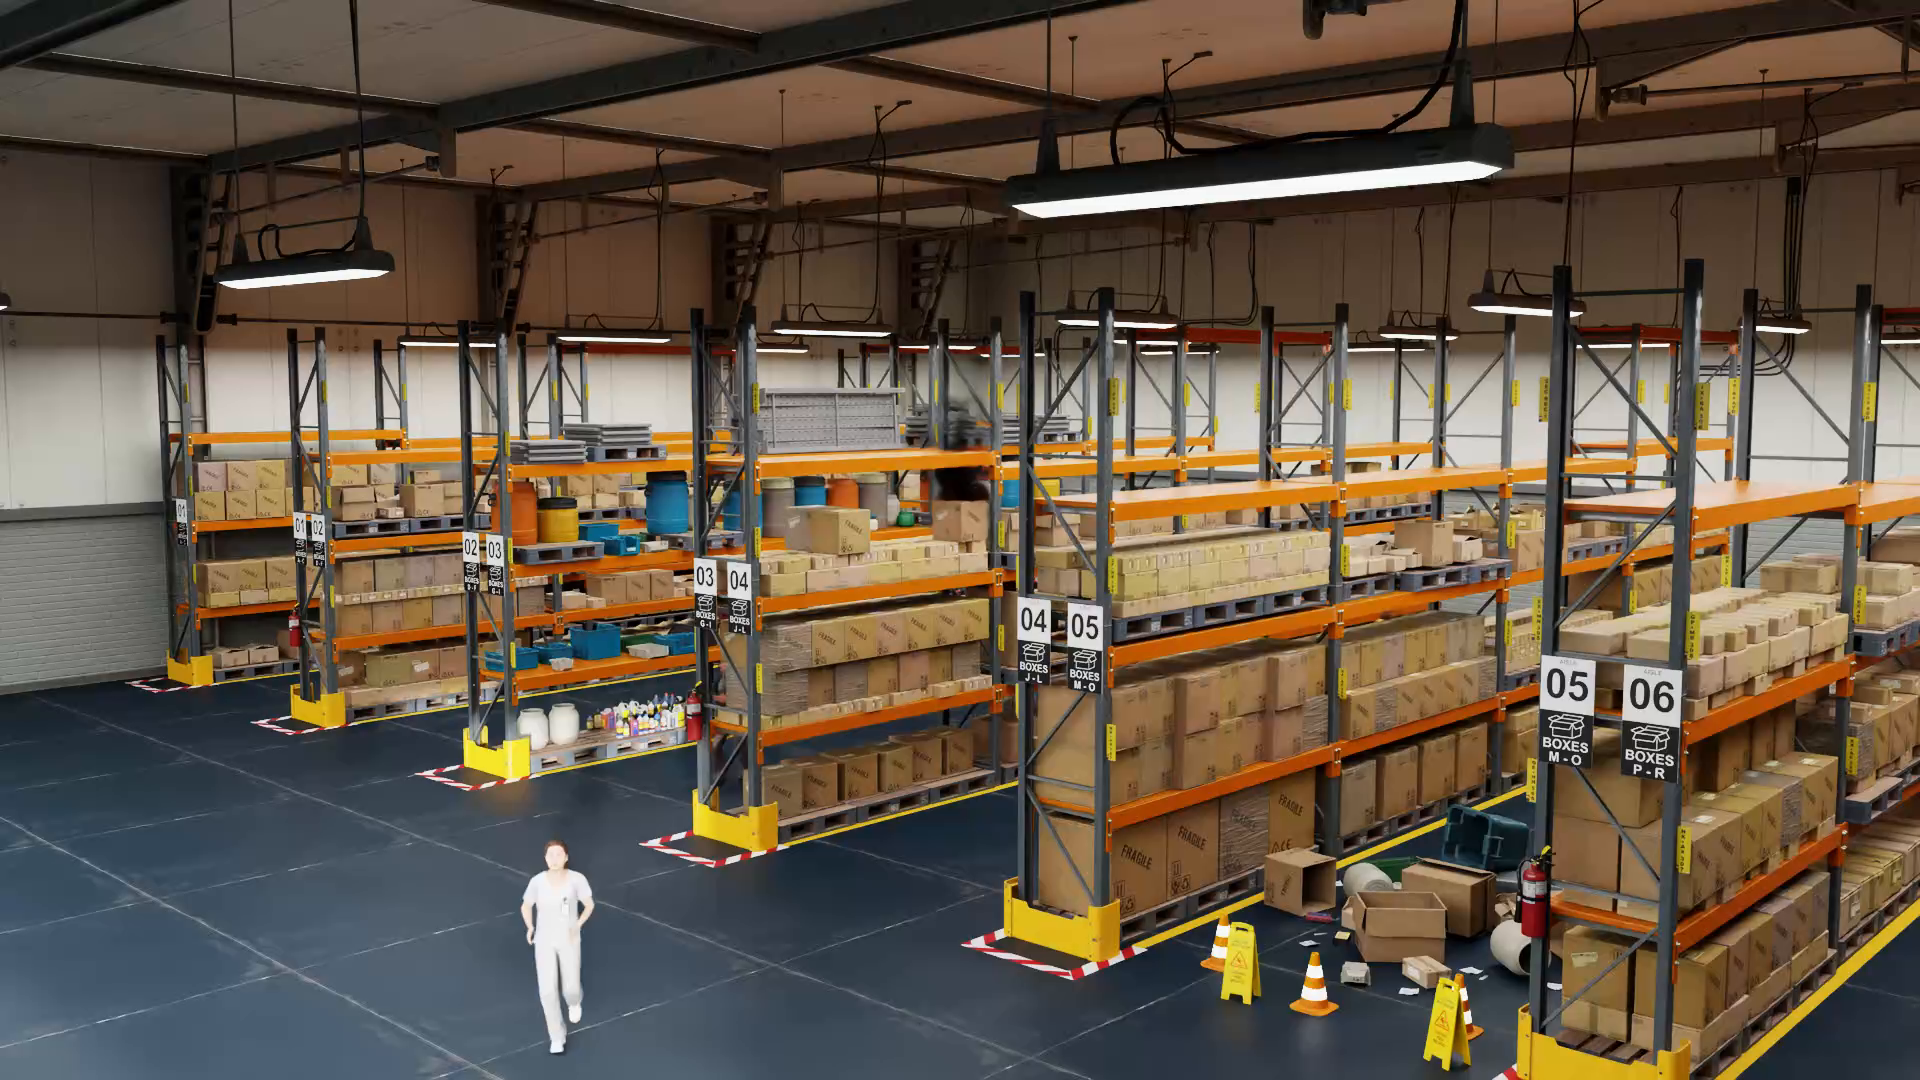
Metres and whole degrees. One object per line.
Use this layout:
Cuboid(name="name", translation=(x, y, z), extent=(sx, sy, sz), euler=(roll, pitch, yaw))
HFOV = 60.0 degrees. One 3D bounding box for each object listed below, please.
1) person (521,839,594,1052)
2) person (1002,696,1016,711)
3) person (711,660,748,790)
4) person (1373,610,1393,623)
Cuboid(name="person", translation=(-3.151, 3.134, 13.022), extent=(0.564, 1.620, 0.625), euler=(-1, 5, -6))
Cuboid(name="person", translation=(0.668, 2.022, 24.900), extent=(0.605, 1.615, 0.559), euler=(4, 7, 39))
Cuboid(name="person", translation=(-2.887, 2.336, 21.167), extent=(0.628, 1.792, 0.781), euler=(4, 7, 36))
Cuboid(name="person", translation=(6.735, 1.838, 26.283), extent=(0.705, 1.729, 0.582), euler=(5, 7, 44))
